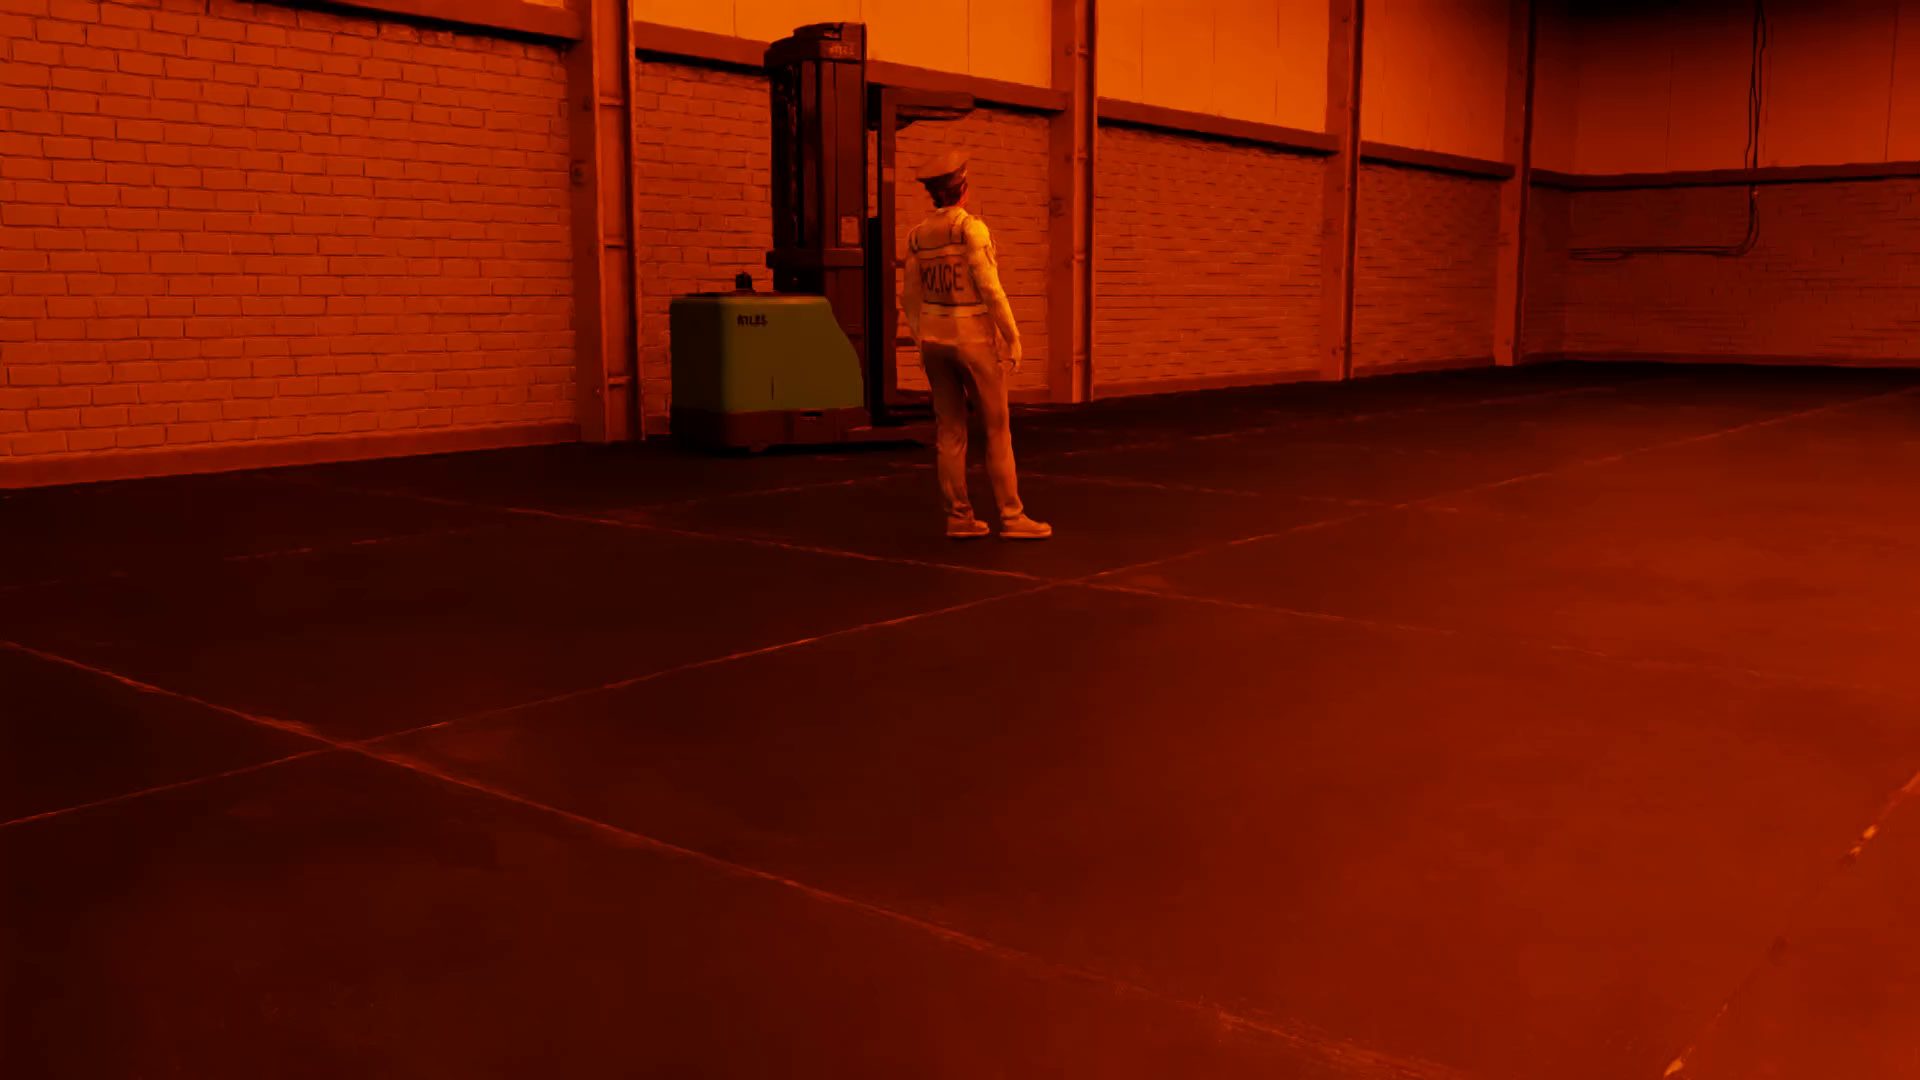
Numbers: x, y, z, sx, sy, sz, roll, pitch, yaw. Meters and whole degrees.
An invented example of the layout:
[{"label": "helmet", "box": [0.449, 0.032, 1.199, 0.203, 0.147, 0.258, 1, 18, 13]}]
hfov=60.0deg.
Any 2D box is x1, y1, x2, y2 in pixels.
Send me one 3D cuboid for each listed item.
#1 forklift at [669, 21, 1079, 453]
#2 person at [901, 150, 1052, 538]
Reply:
[{"label": "forklift", "box": [-0.553, -2.173, 12.132, 3.031, 2.935, 1.130, -5, 10, -31]}, {"label": "person", "box": [0.048, -0.851, 7.329, 0.586, 1.692, 0.533, 7, 11, 38]}]
